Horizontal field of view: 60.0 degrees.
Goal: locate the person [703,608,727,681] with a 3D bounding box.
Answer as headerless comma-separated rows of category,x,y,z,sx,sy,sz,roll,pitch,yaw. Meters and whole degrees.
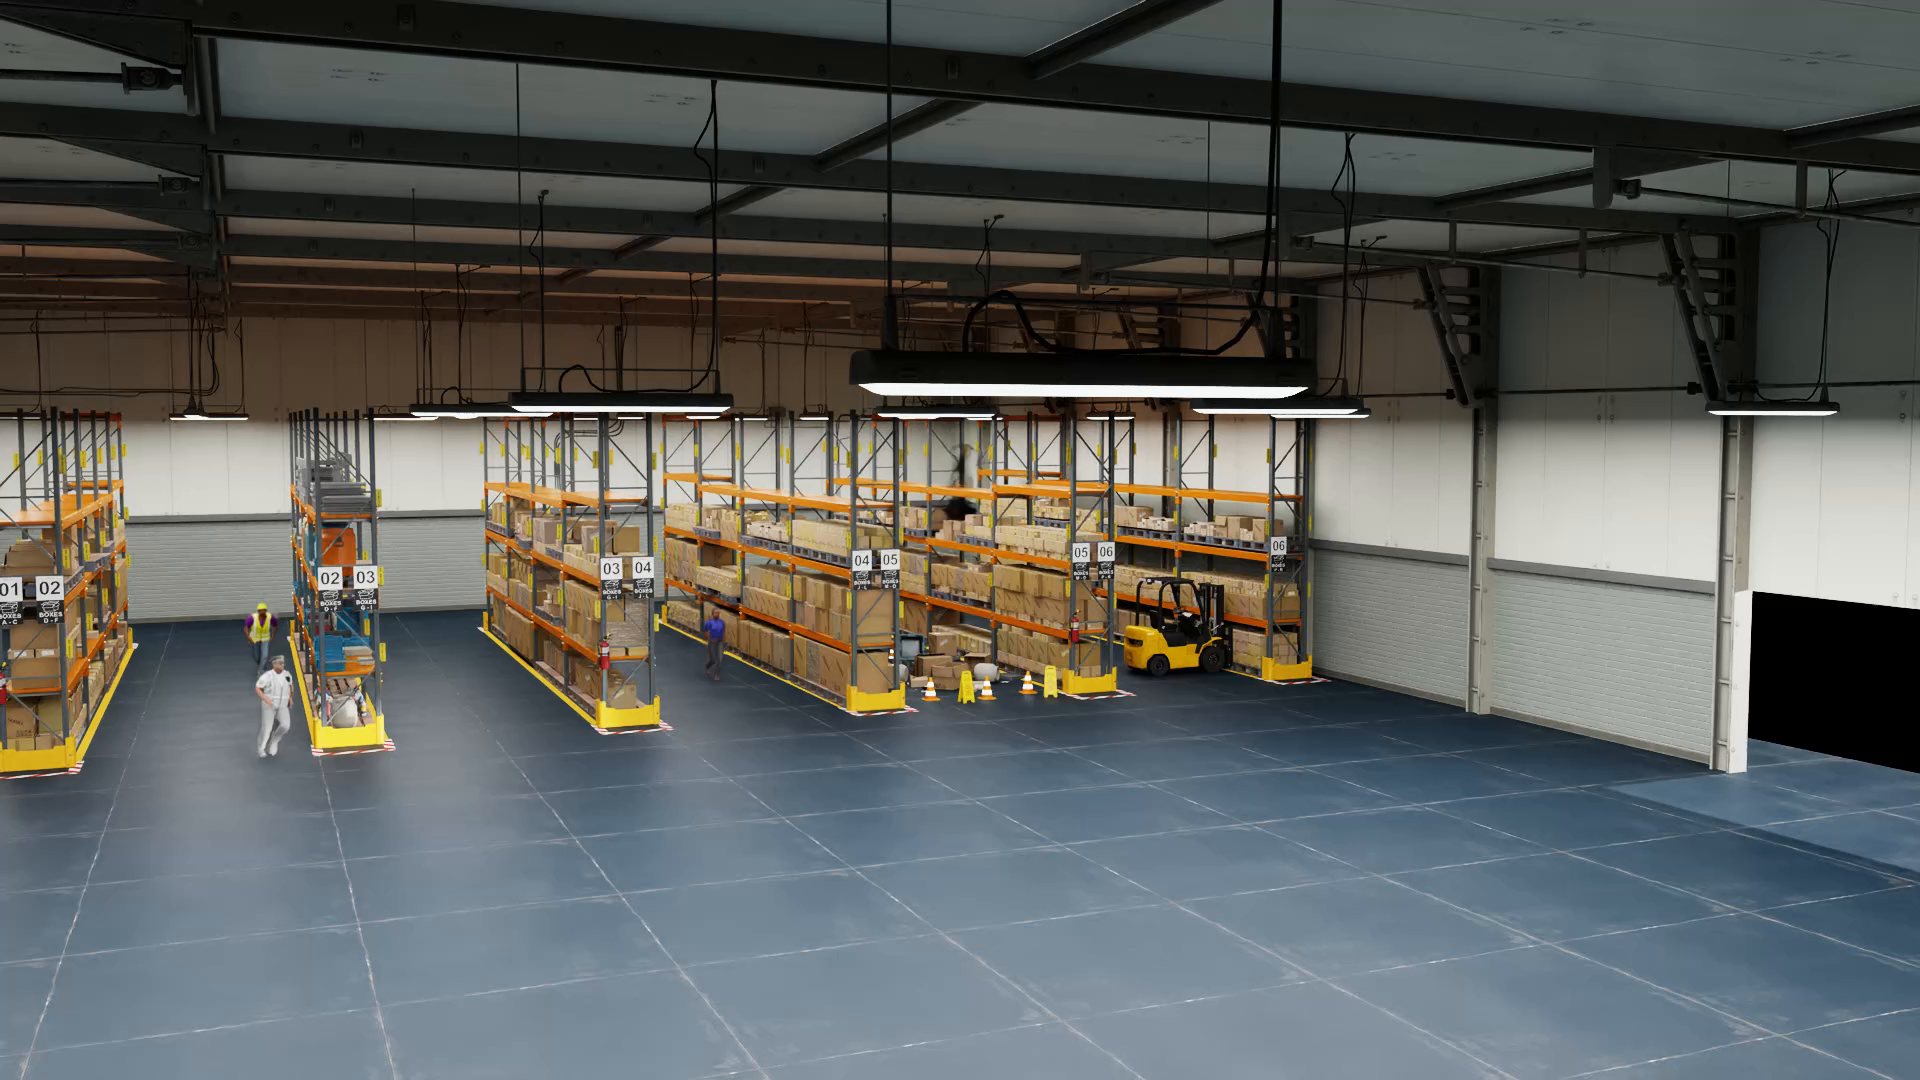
person,-5.459,2.319,37.115,0.562,1.609,0.589,-2,5,-32

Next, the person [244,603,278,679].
person,-15.663,2.272,37.278,0.704,1.749,0.951,-2,4,-24

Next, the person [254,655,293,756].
person,-11.797,2.853,28.733,0.595,1.720,0.722,4,6,44
